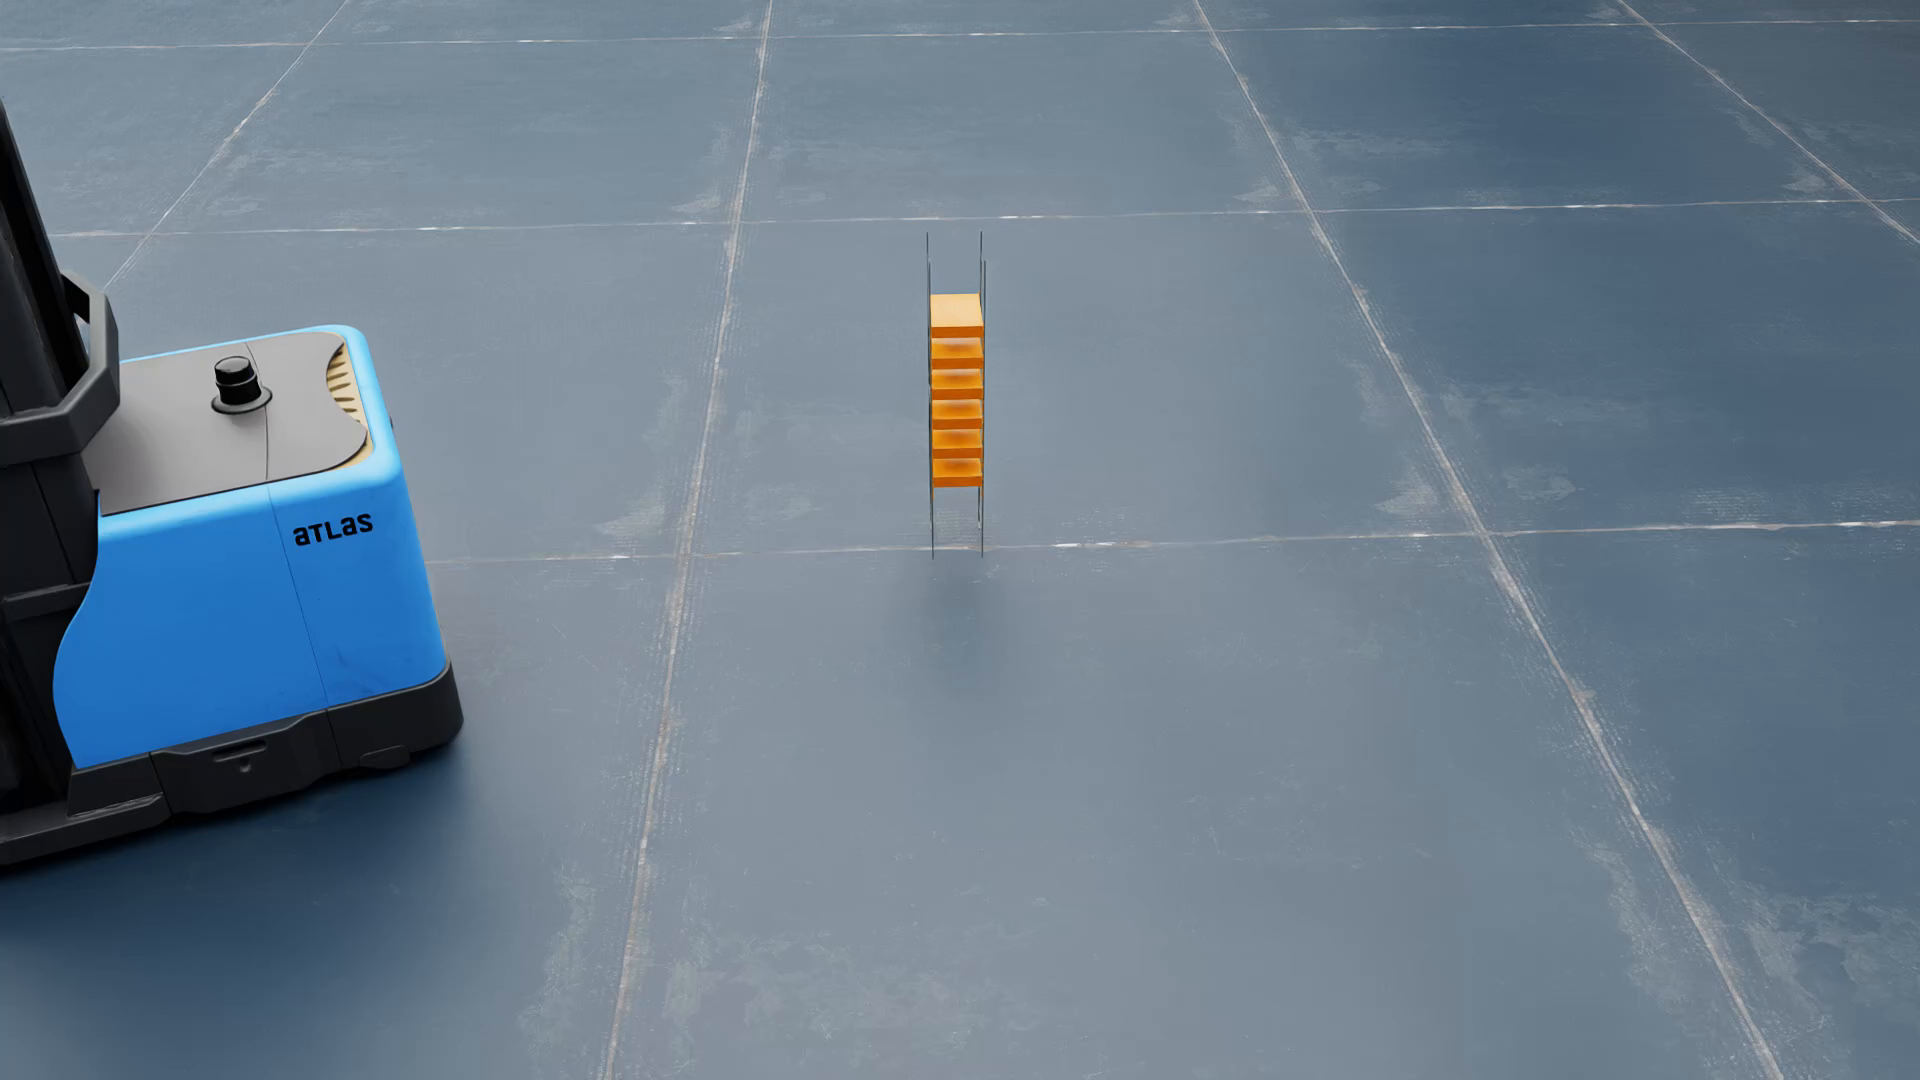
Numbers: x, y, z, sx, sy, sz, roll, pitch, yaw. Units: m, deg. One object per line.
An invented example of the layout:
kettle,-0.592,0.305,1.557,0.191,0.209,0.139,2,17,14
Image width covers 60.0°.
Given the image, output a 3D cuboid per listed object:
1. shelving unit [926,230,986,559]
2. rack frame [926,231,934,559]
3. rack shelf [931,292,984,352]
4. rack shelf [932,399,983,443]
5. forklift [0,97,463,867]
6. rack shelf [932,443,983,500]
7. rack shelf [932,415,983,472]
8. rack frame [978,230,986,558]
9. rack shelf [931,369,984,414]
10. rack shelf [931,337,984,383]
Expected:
shelving unit,-0.014,-0.493,5.908,0.189,1.200,0.258,-2,35,-2
rack frame,-0.106,-0.491,5.904,0.006,1.200,0.240,-2,35,-2
rack shelf,-0.014,-0.752,5.728,0.180,0.103,0.258,-2,35,-2
rack shelf,-0.014,-0.456,5.933,0.180,0.103,0.258,-2,35,-2
forklift,-3.142,-0.458,4.337,3.031,2.935,1.130,-14,37,-19
rack shelf,-0.014,-0.259,6.070,0.180,0.103,0.258,-2,35,-2
rack shelf,-0.014,-0.358,6.002,0.180,0.103,0.258,-2,35,-2
rack frame,0.077,-0.495,5.912,0.006,1.200,0.240,-2,35,-2
rack shelf,-0.014,-0.555,5.865,0.180,0.103,0.258,-2,35,-2
rack shelf,-0.014,-0.654,5.797,0.180,0.103,0.258,-2,35,-2
